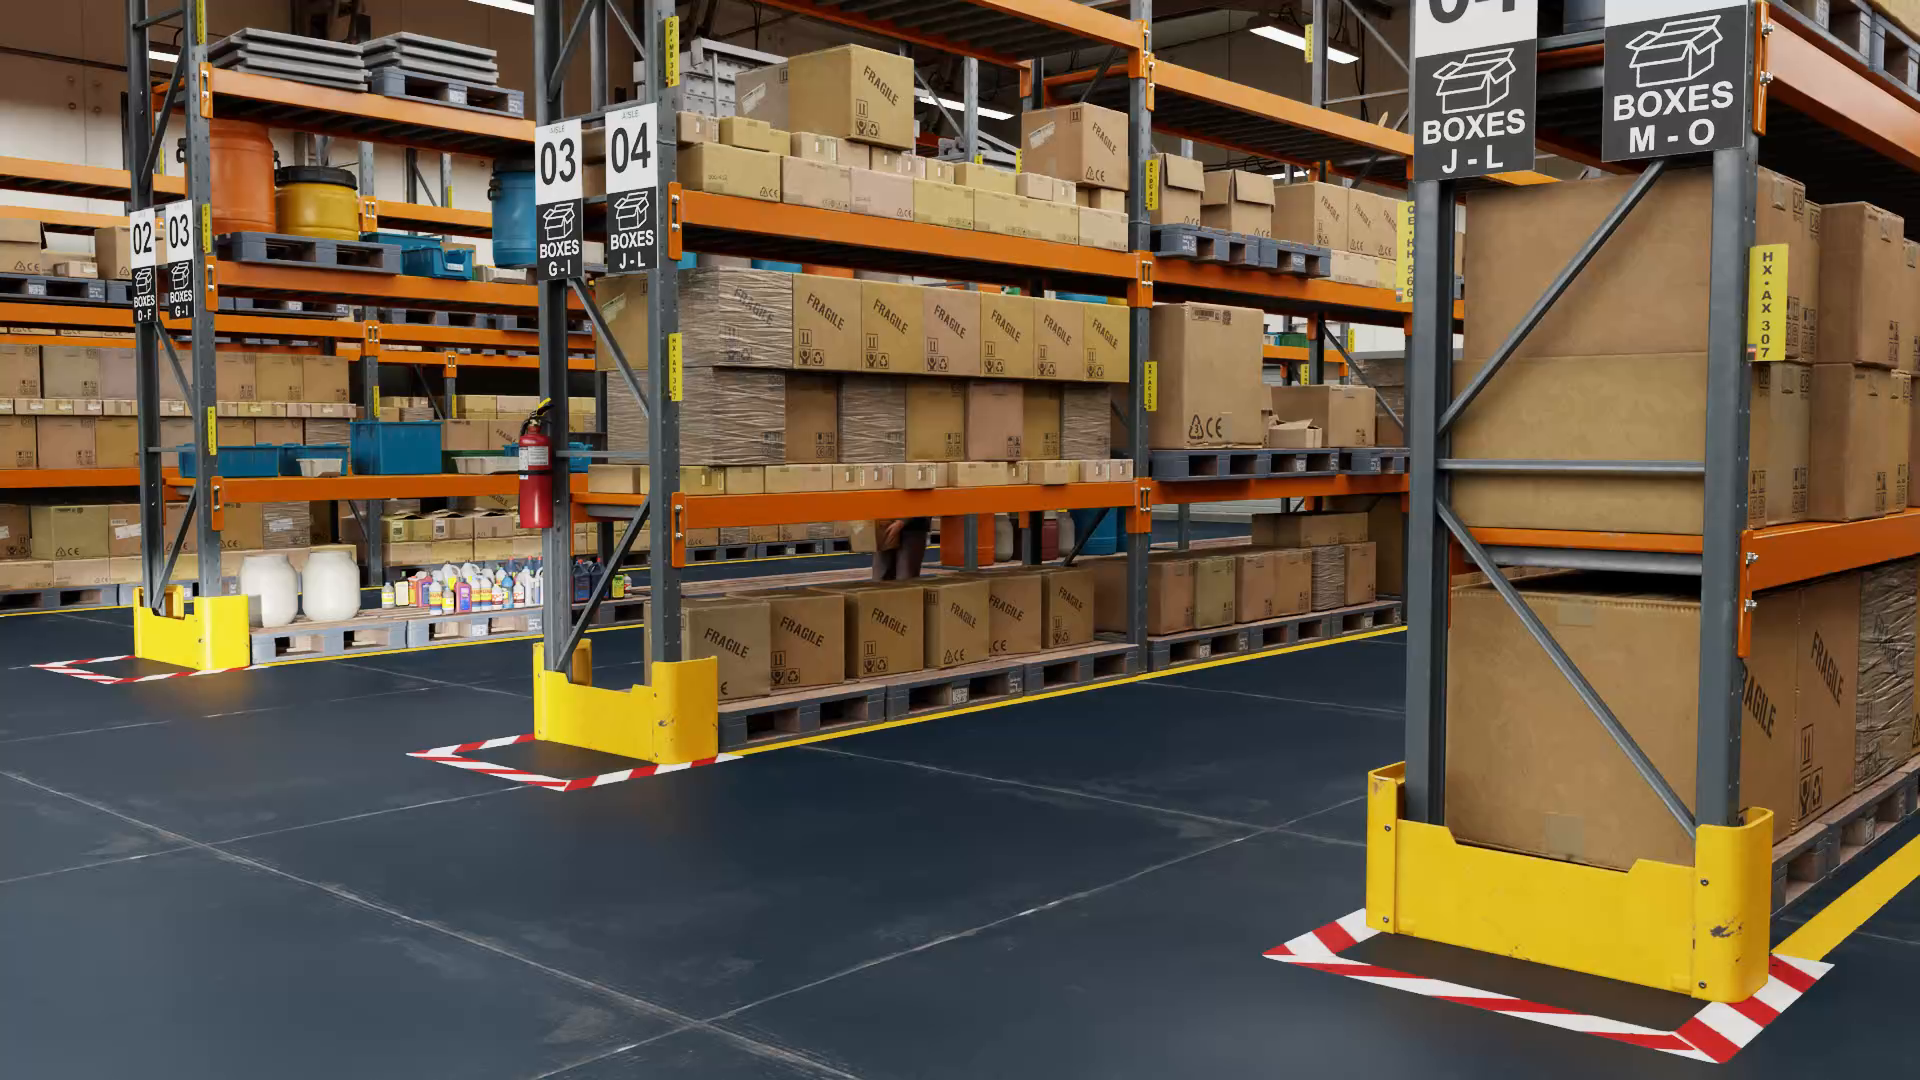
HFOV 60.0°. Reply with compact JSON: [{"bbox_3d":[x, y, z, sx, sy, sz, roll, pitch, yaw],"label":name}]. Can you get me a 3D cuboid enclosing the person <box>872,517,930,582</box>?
[{"bbox_3d":[-0.480,-0.025,12.281,0.536,1.727,0.513,3,5,40],"label":"person"}]
